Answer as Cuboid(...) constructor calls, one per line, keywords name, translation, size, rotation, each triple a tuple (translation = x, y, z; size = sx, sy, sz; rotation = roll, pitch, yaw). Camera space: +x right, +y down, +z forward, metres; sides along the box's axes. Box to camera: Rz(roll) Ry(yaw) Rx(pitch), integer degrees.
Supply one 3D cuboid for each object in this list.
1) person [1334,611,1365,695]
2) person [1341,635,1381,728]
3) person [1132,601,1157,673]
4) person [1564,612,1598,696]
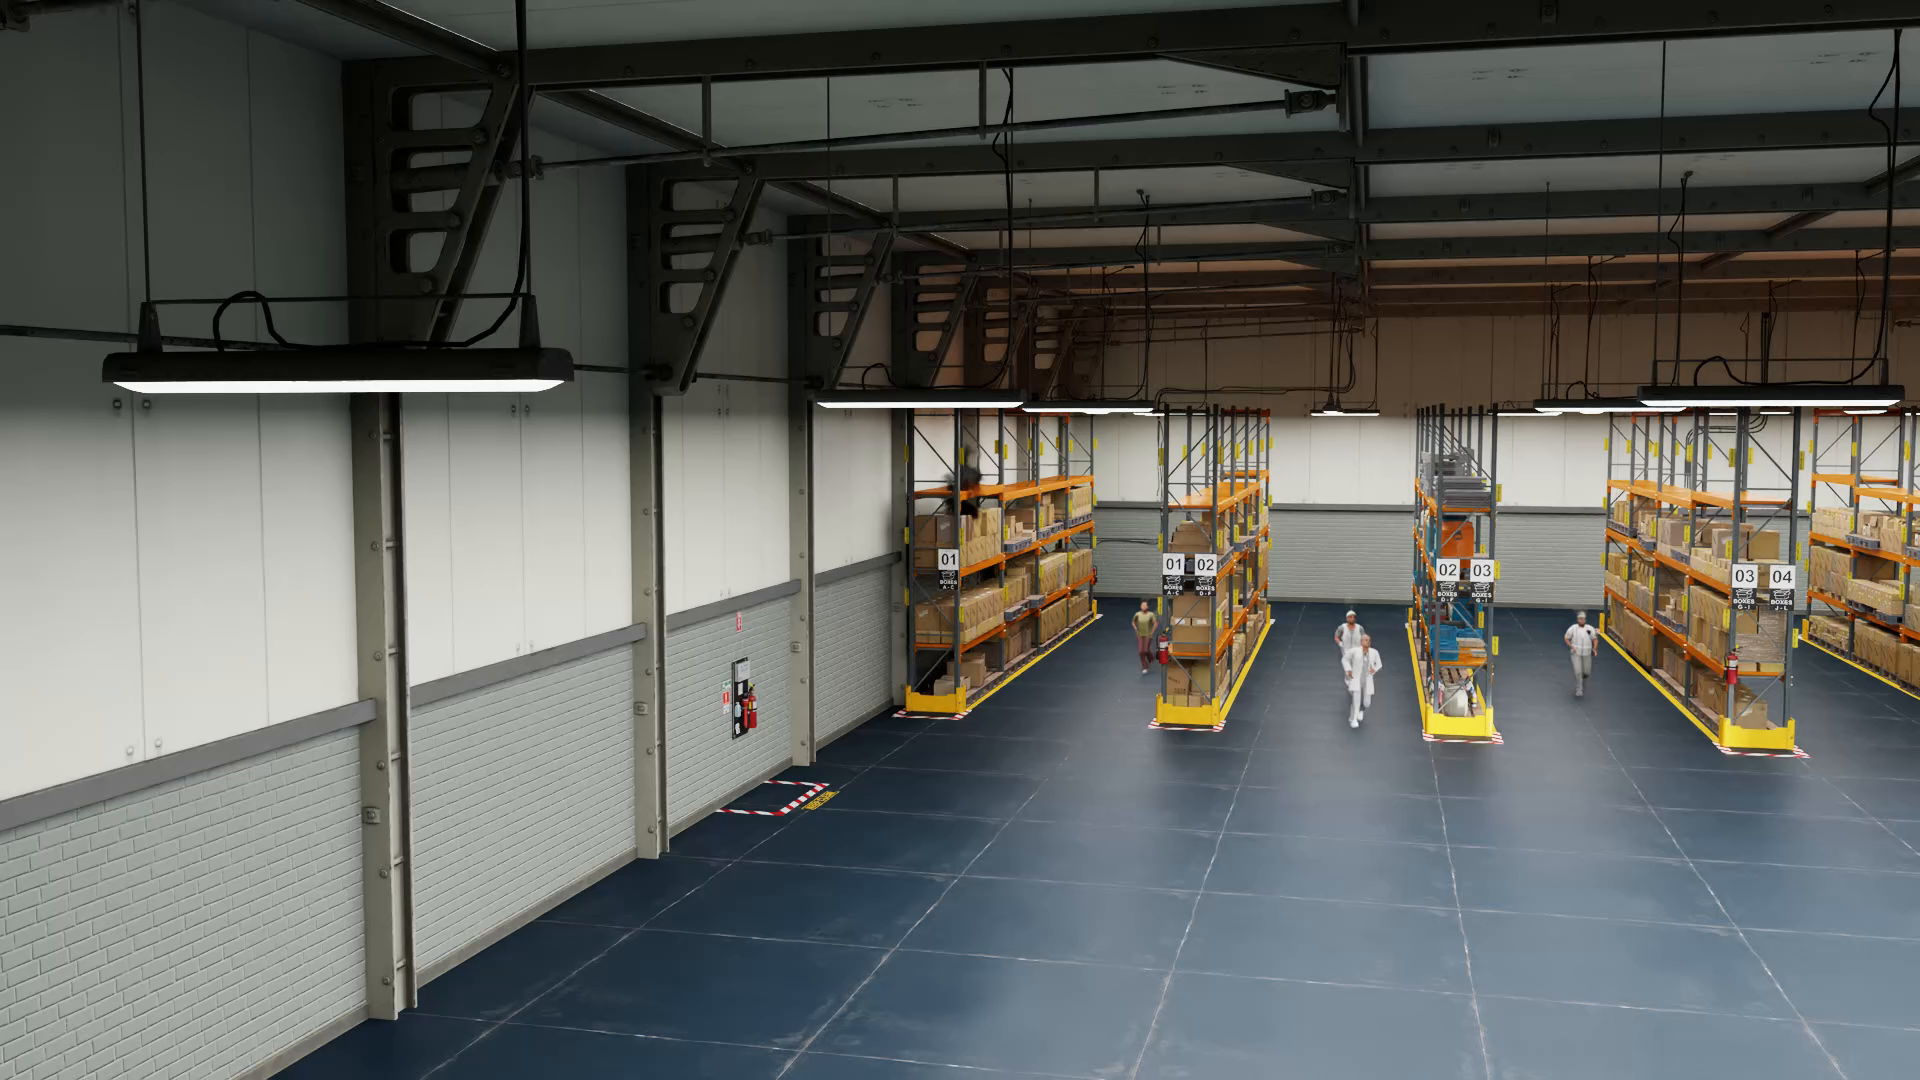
Cuboid(name="person", translation=(8.081, 2.342, 34.458), size=(0.635, 1.750, 0.618), rotation=(1, 4, 8))
Cuboid(name="person", translation=(7.507, 2.621, 31.055), size=(0.736, 1.710, 0.768), rotation=(0, 4, -1))
Cuboid(name="person", translation=(4.148, 2.181, 37.506), size=(0.567, 1.639, 0.573), rotation=(1, 4, 14))
Cuboid(name="person", translation=(12.908, 2.349, 34.568), size=(0.665, 1.746, 0.603), rotation=(1, 4, 14))
